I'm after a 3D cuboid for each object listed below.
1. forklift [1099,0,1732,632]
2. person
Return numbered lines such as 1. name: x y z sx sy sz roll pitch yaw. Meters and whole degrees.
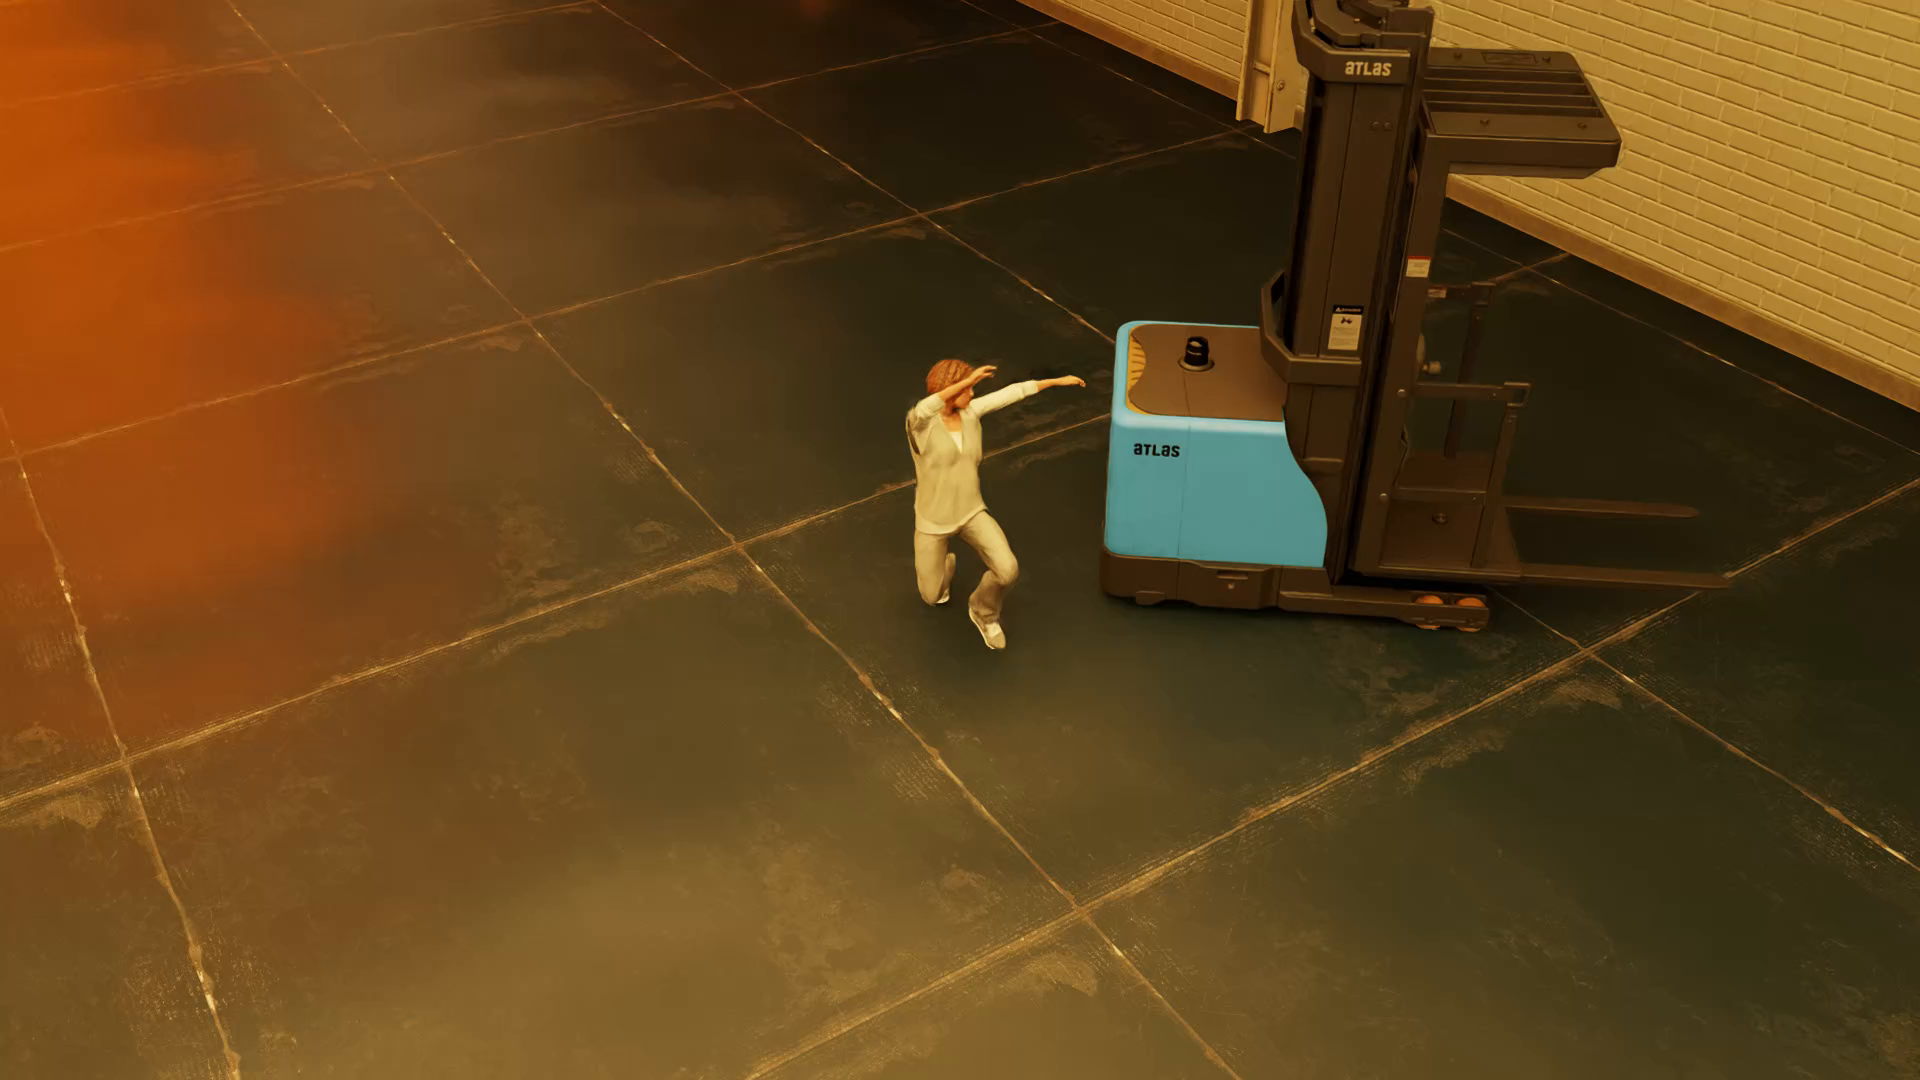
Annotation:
1. forklift: 2.242 -1.076 7.679 3.031 2.935 1.130 4 35 5
2. person: 0.235 -0.169 7.799 0.943 1.350 0.766 -11 37 -15
